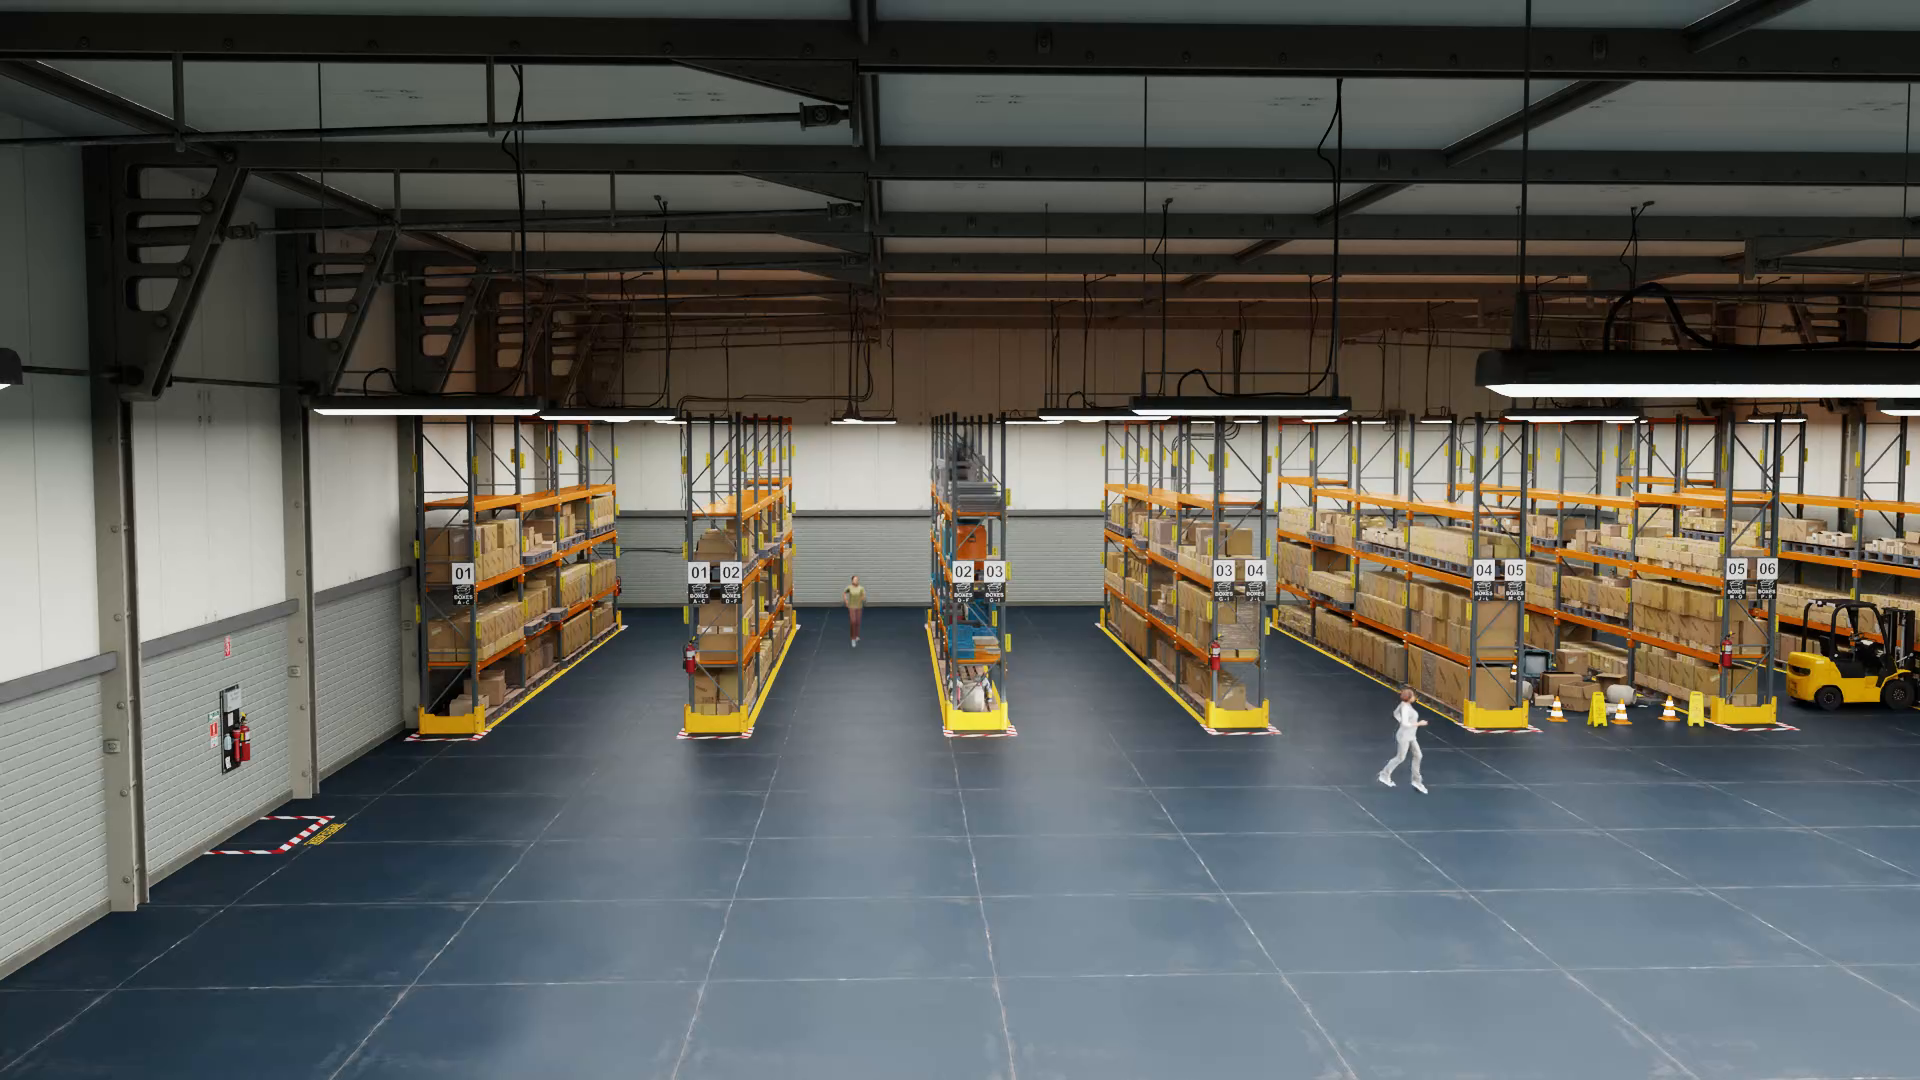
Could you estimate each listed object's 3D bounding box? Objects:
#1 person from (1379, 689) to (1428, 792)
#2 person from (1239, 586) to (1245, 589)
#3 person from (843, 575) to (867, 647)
[{"bbox_3d":[6.972,3.150,26.117,0.751,1.630,0.522,2,4,26],"label":"person"},{"bbox_3d":[7.900,1.716,45.427,0.670,1.776,1.006,0,4,-2],"label":"person"},{"bbox_3d":[-2.641,1.778,41.917,0.576,1.774,0.627,-1,4,-13],"label":"person"}]
